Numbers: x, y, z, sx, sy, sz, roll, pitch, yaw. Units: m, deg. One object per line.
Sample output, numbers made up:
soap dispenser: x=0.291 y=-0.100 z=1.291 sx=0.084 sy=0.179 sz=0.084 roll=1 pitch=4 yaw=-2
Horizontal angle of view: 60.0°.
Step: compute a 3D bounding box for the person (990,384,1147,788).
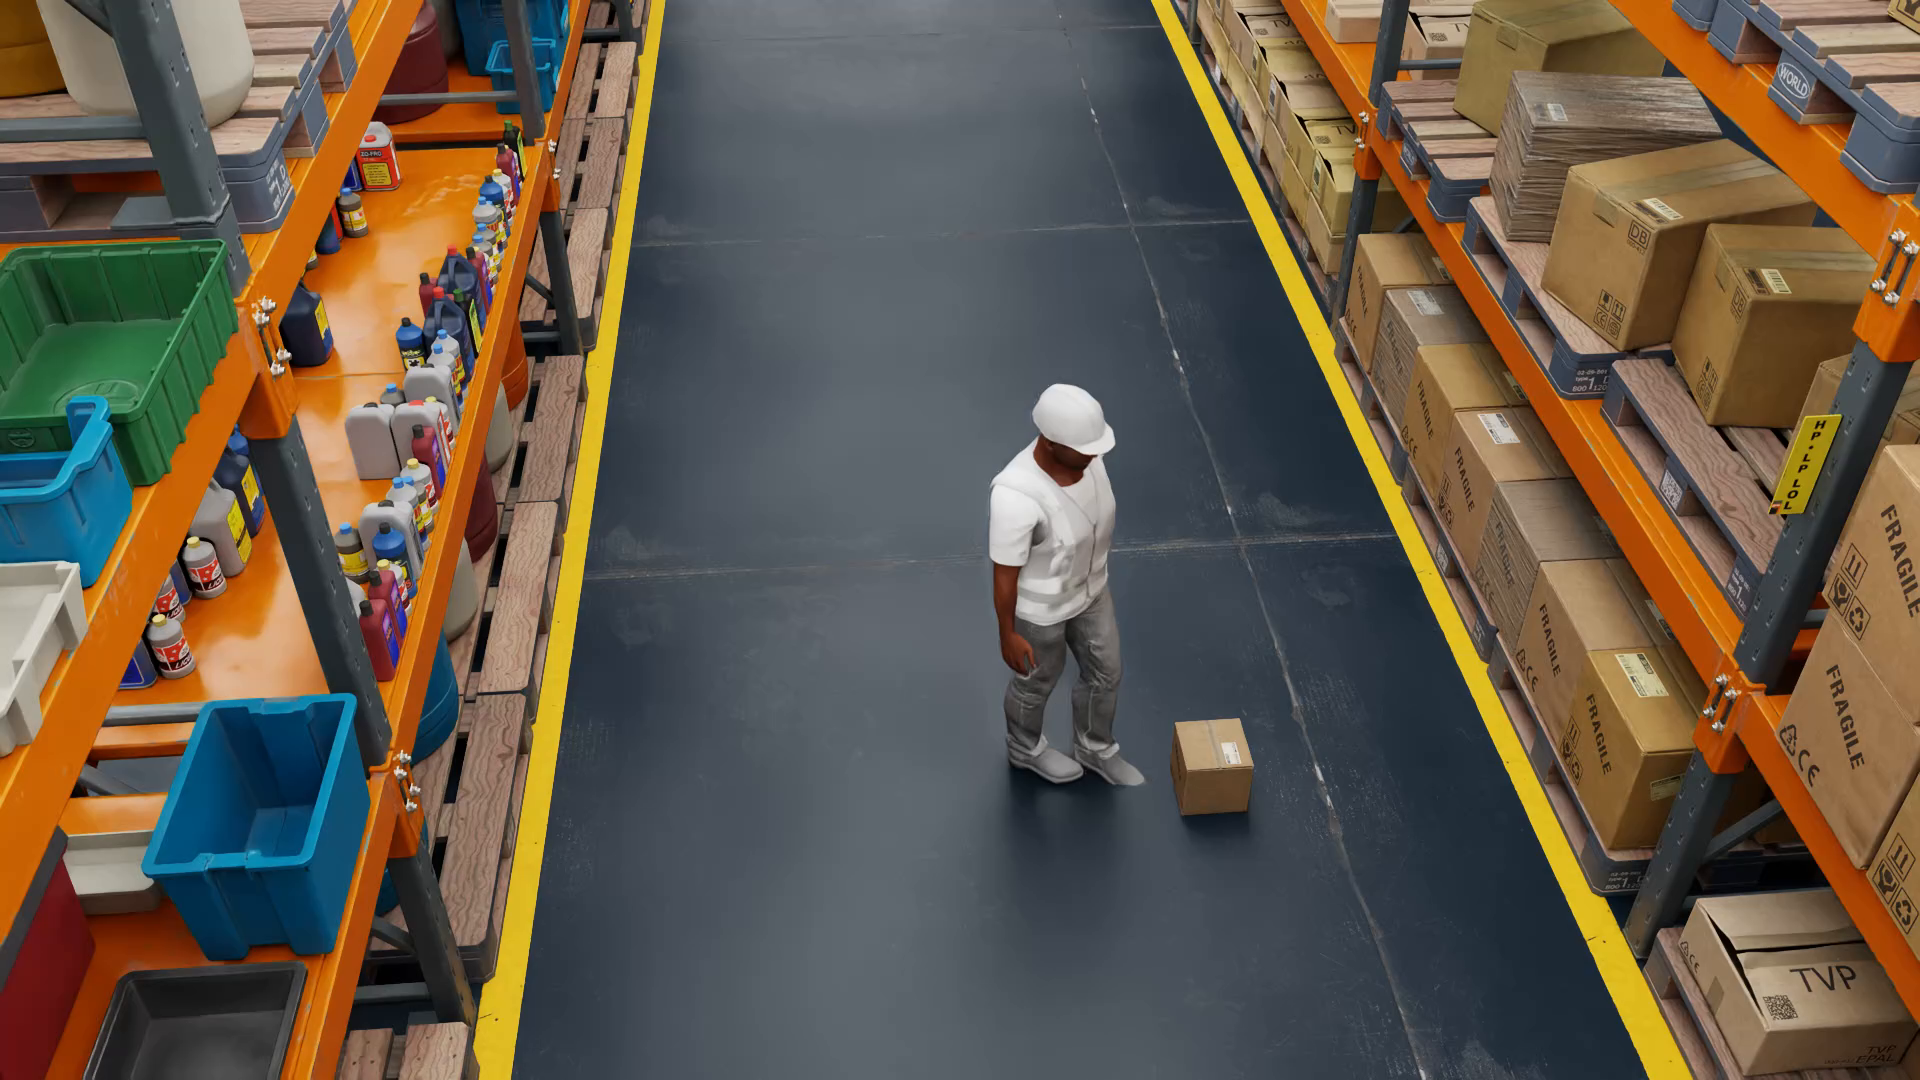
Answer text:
person: x=0.393 y=0.243 z=5.851 sx=0.523 sy=1.812 sz=0.589 roll=28 pitch=47 yaw=30
